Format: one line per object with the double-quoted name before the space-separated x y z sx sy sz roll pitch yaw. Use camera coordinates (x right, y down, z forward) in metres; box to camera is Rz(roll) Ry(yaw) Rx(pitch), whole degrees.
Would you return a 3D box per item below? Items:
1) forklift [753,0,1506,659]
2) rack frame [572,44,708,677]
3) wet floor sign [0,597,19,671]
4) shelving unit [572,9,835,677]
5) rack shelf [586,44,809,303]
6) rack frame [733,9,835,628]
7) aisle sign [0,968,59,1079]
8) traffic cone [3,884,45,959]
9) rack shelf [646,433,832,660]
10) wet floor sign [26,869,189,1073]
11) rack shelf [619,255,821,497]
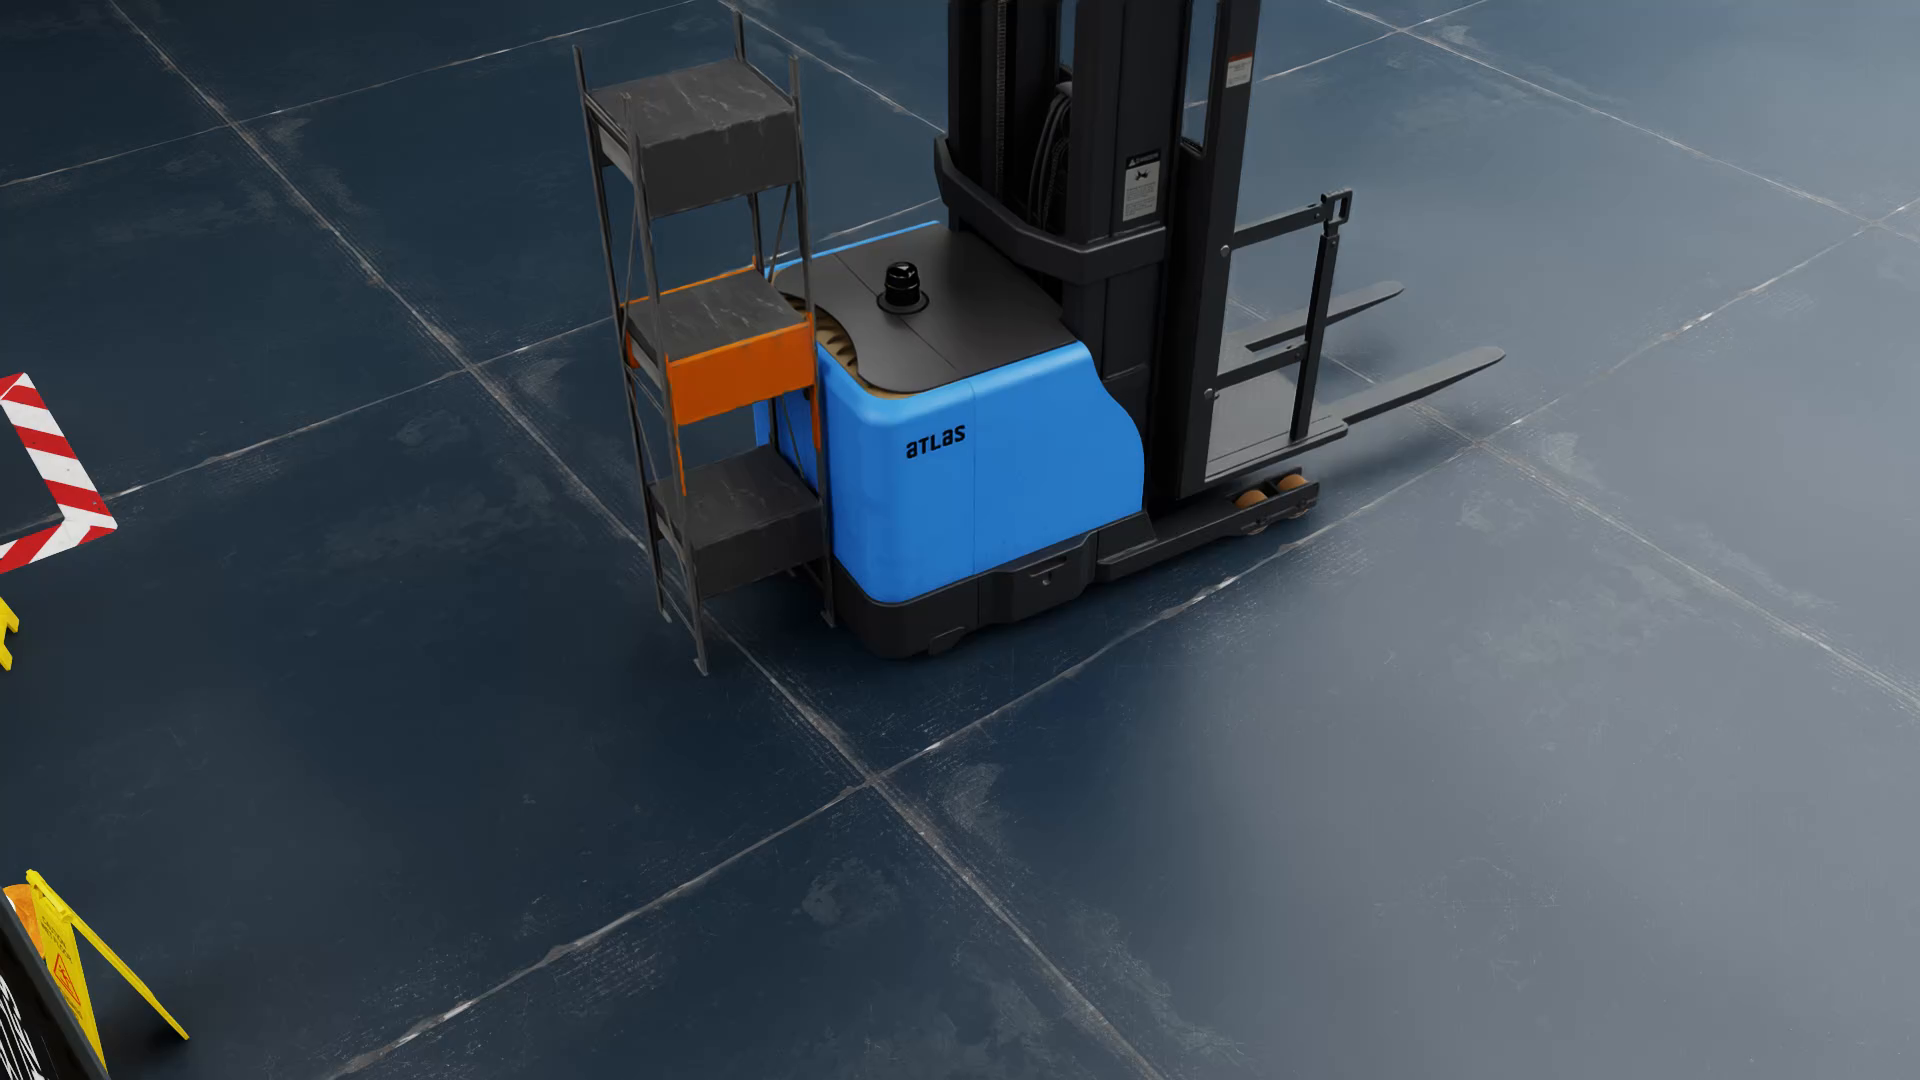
"forklift" 0.773 -1.422 5.673 3.031 2.935 1.130 -21 44 -23
"rack frame" -0.969 -0.454 5.148 0.015 2.100 0.400 -21 44 -23
"wet floor sign" -3.408 0.140 5.571 0.232 0.644 0.267 -11 41 -13
"shelving unit" -0.758 -0.533 5.244 0.503 2.100 0.431 -21 44 -23
"rack shelf" -0.758 -1.064 4.809 0.480 0.518 0.431 -21 44 -23
"rack frame" -0.548 -0.612 5.340 0.015 2.100 0.400 -21 44 -23
"aisle sign" -0.875 0.334 1.429 0.004 0.787 0.394 -26 46 -28
"traffic cone" -2.820 0.988 4.681 0.334 0.463 0.336 -26 46 -28
"rack shelf" -0.758 0.019 5.697 0.480 0.518 0.431 -21 44 -23
"wet floor sign" -2.298 1.119 4.378 0.267 0.644 0.232 30 48 31
"rack shelf" -0.758 -0.522 5.253 0.480 0.518 0.431 -21 44 -23
